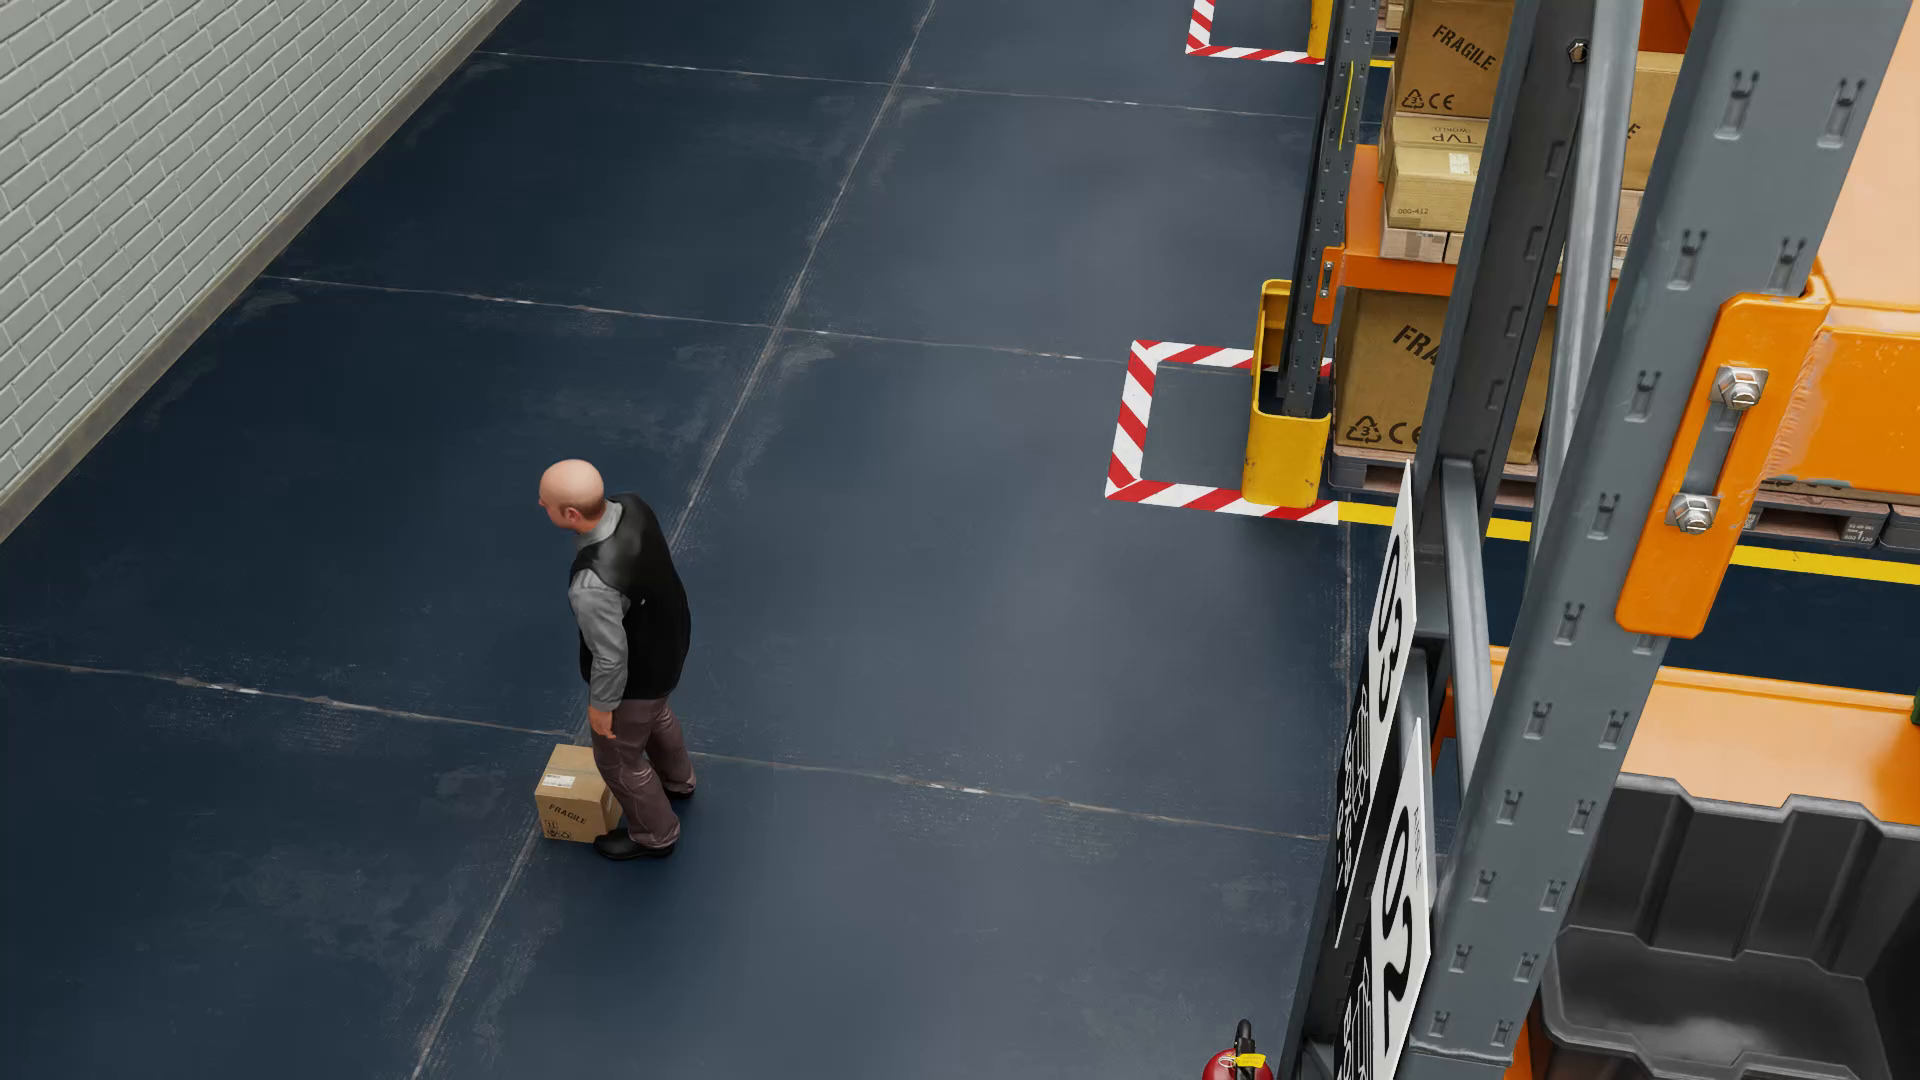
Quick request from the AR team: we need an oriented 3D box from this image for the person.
[{"bbox_3d":[-1.127,0.416,5.685,0.425,1.720,0.586,4,40,5],"label":"person"}]
